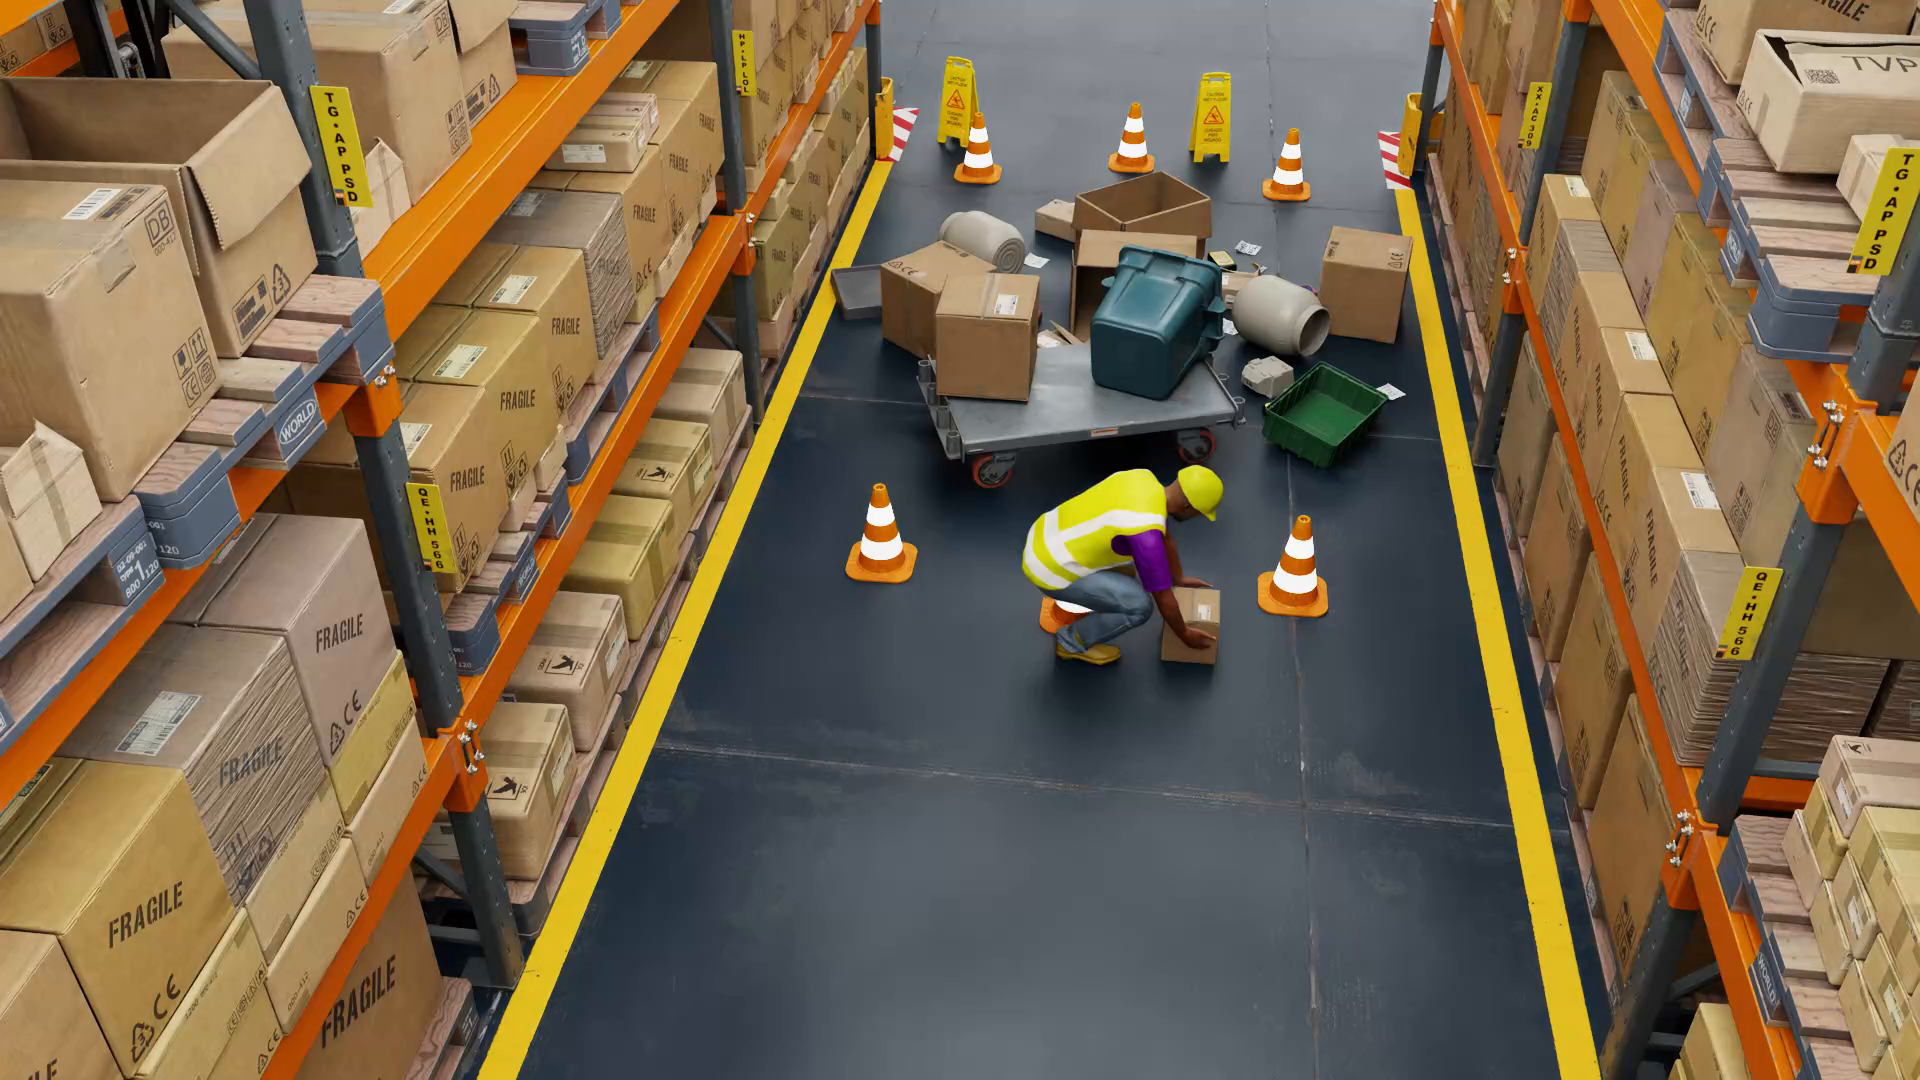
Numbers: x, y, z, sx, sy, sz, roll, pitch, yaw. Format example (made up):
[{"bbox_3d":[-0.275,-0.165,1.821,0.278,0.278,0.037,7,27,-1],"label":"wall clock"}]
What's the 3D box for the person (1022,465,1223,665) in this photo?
[{"bbox_3d":[0.744,0.065,7.622,0.904,0.962,0.568,4,36,6],"label":"person"}]
